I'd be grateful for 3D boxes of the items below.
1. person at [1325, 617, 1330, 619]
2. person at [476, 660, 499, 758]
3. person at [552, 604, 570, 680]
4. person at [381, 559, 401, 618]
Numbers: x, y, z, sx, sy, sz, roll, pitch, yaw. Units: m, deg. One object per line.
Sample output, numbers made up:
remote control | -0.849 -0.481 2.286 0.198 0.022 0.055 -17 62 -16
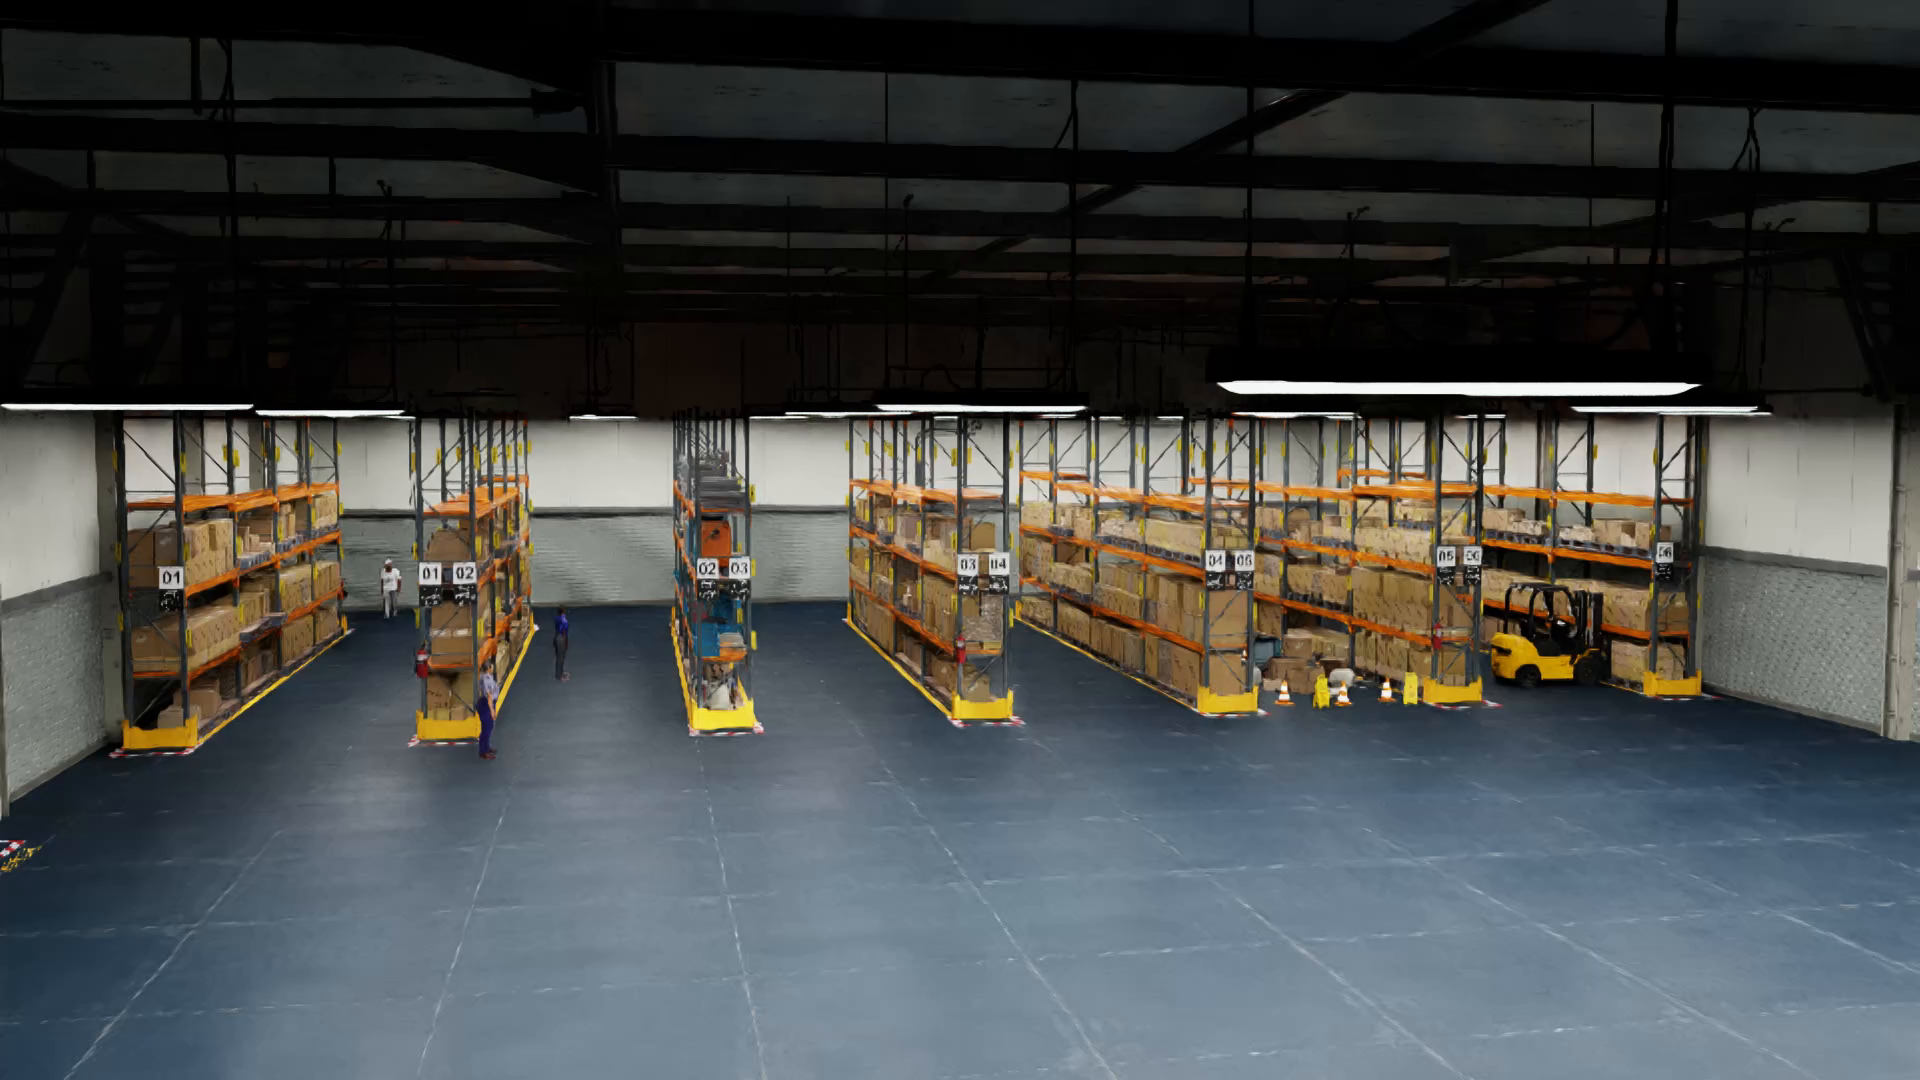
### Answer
person | 10.499 1.491 48.372 0.530 1.572 0.607 0 4 -3
person | -8.065 2.866 28.407 0.378 1.649 0.614 -2 5 -26
person | -8.823 2.255 36.936 0.440 1.666 0.550 -3 5 -36
person | -16.664 1.409 48.665 0.591 1.716 1.042 -1 4 -12
